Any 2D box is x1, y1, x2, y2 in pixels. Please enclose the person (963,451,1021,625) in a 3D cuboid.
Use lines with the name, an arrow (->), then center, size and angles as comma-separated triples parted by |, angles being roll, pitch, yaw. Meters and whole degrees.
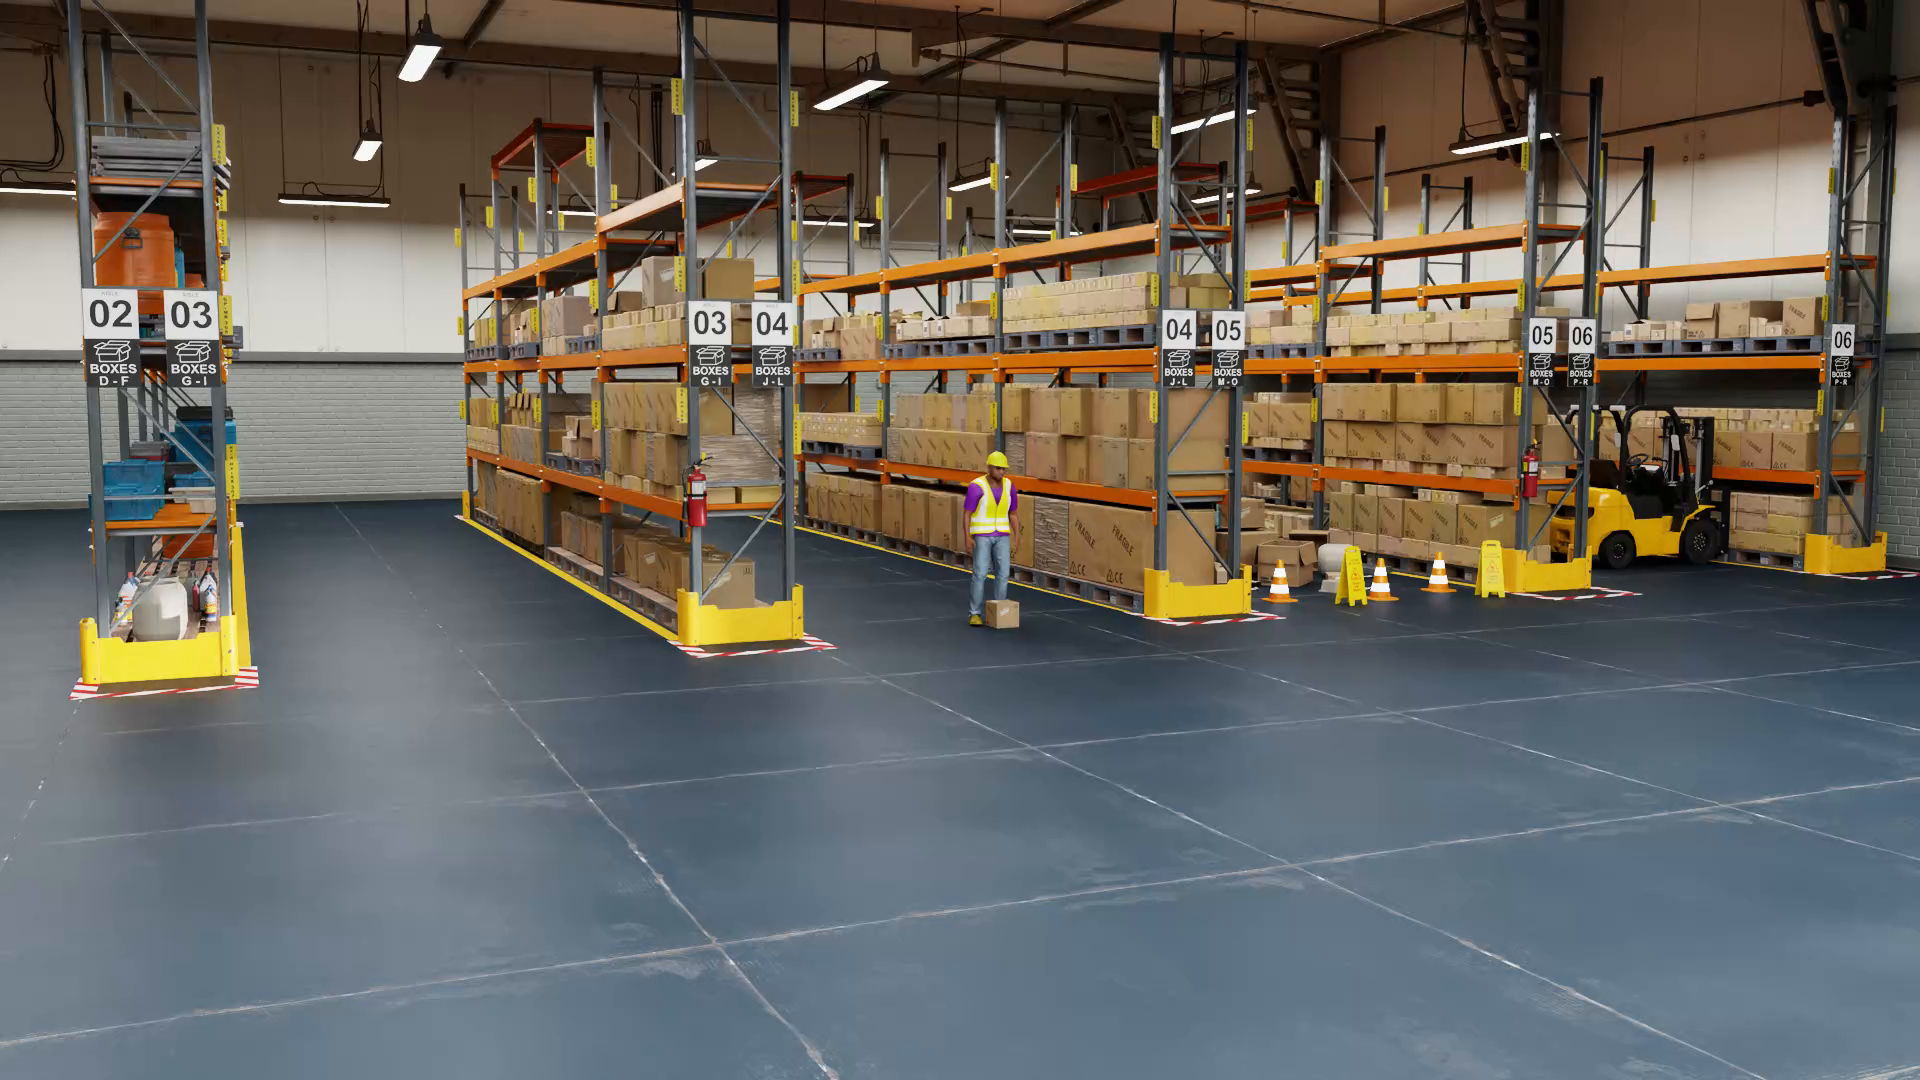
person -> 0.330, -0.023, 16.912 | 0.632, 1.760, 0.463 | -2, 6, -24
